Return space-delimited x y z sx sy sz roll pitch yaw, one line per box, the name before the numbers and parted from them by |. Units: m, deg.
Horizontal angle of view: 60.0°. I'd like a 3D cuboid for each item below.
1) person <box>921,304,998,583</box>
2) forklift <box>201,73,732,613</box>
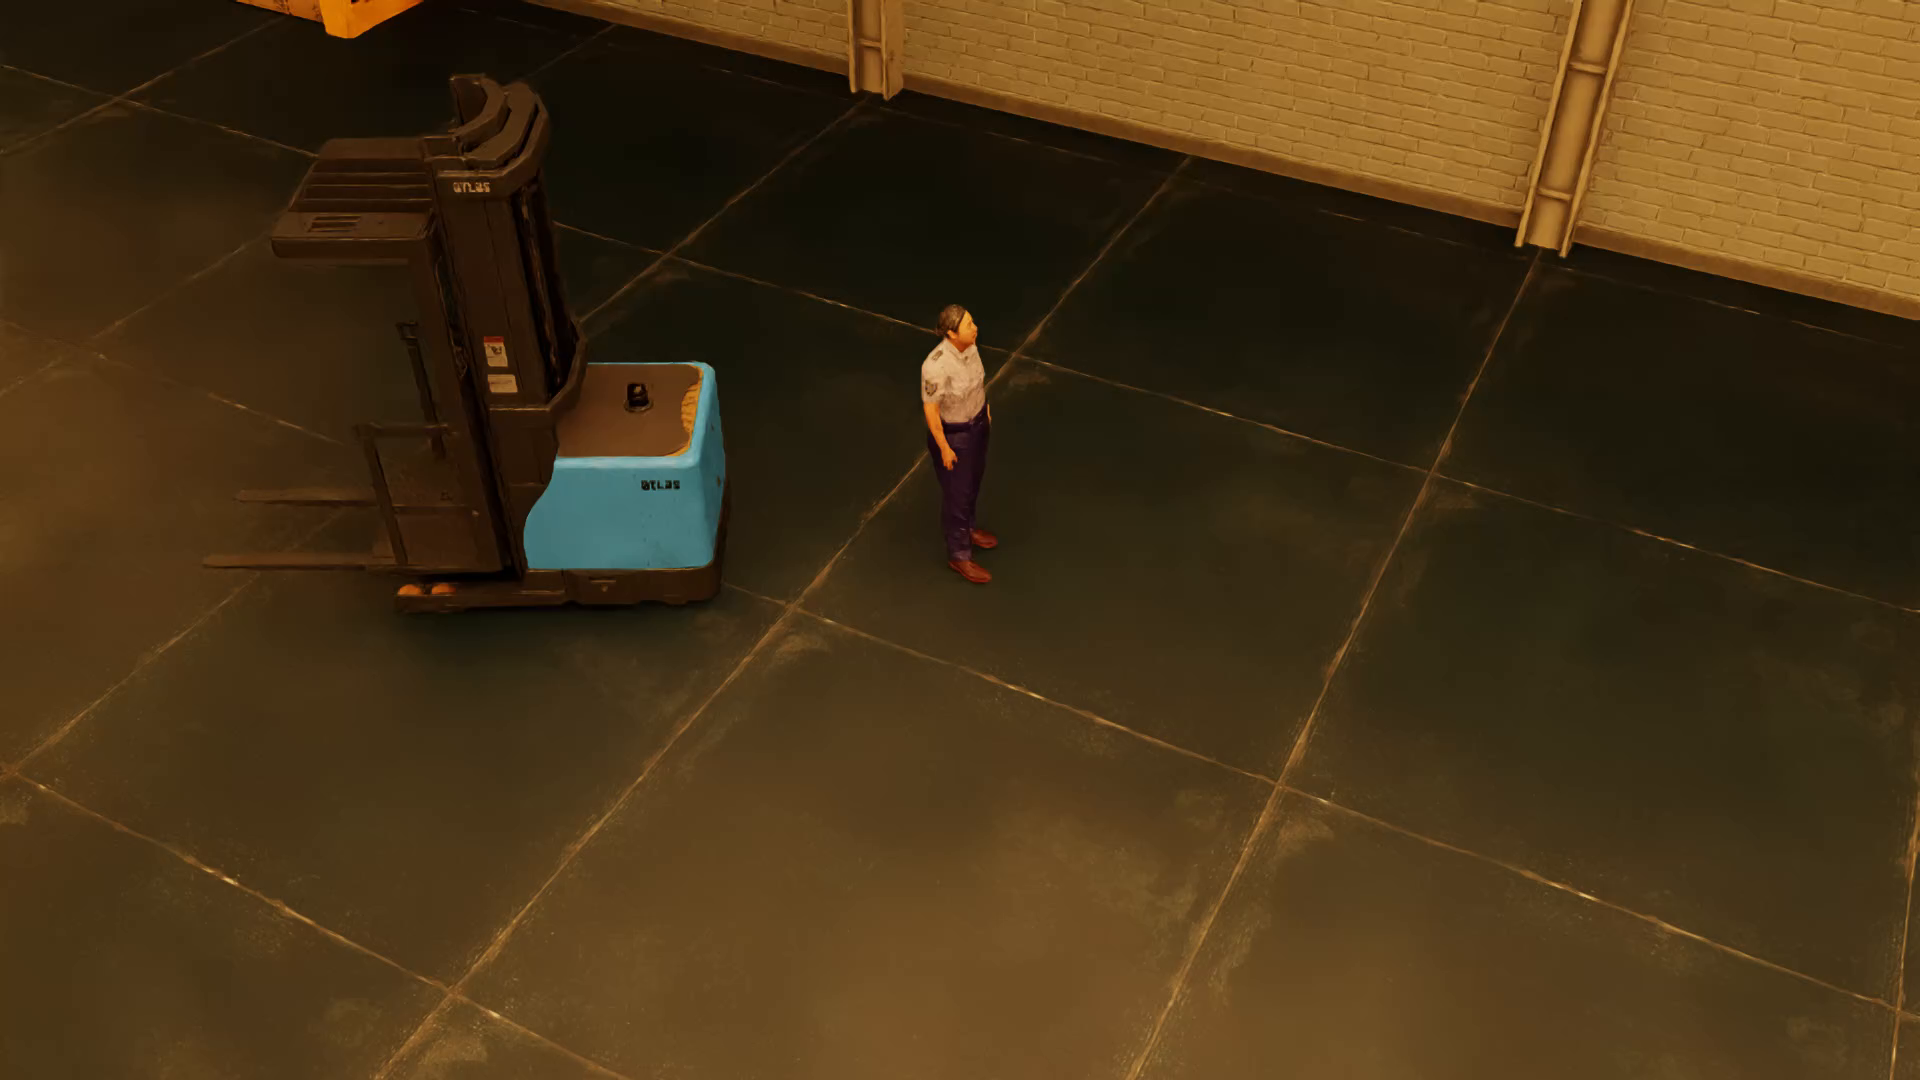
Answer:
person | 0.069 -0.596 9.679 0.502 1.650 0.599 18 43 21
forklift | -2.944 -1.040 9.221 3.031 2.935 1.130 -1 40 -1
